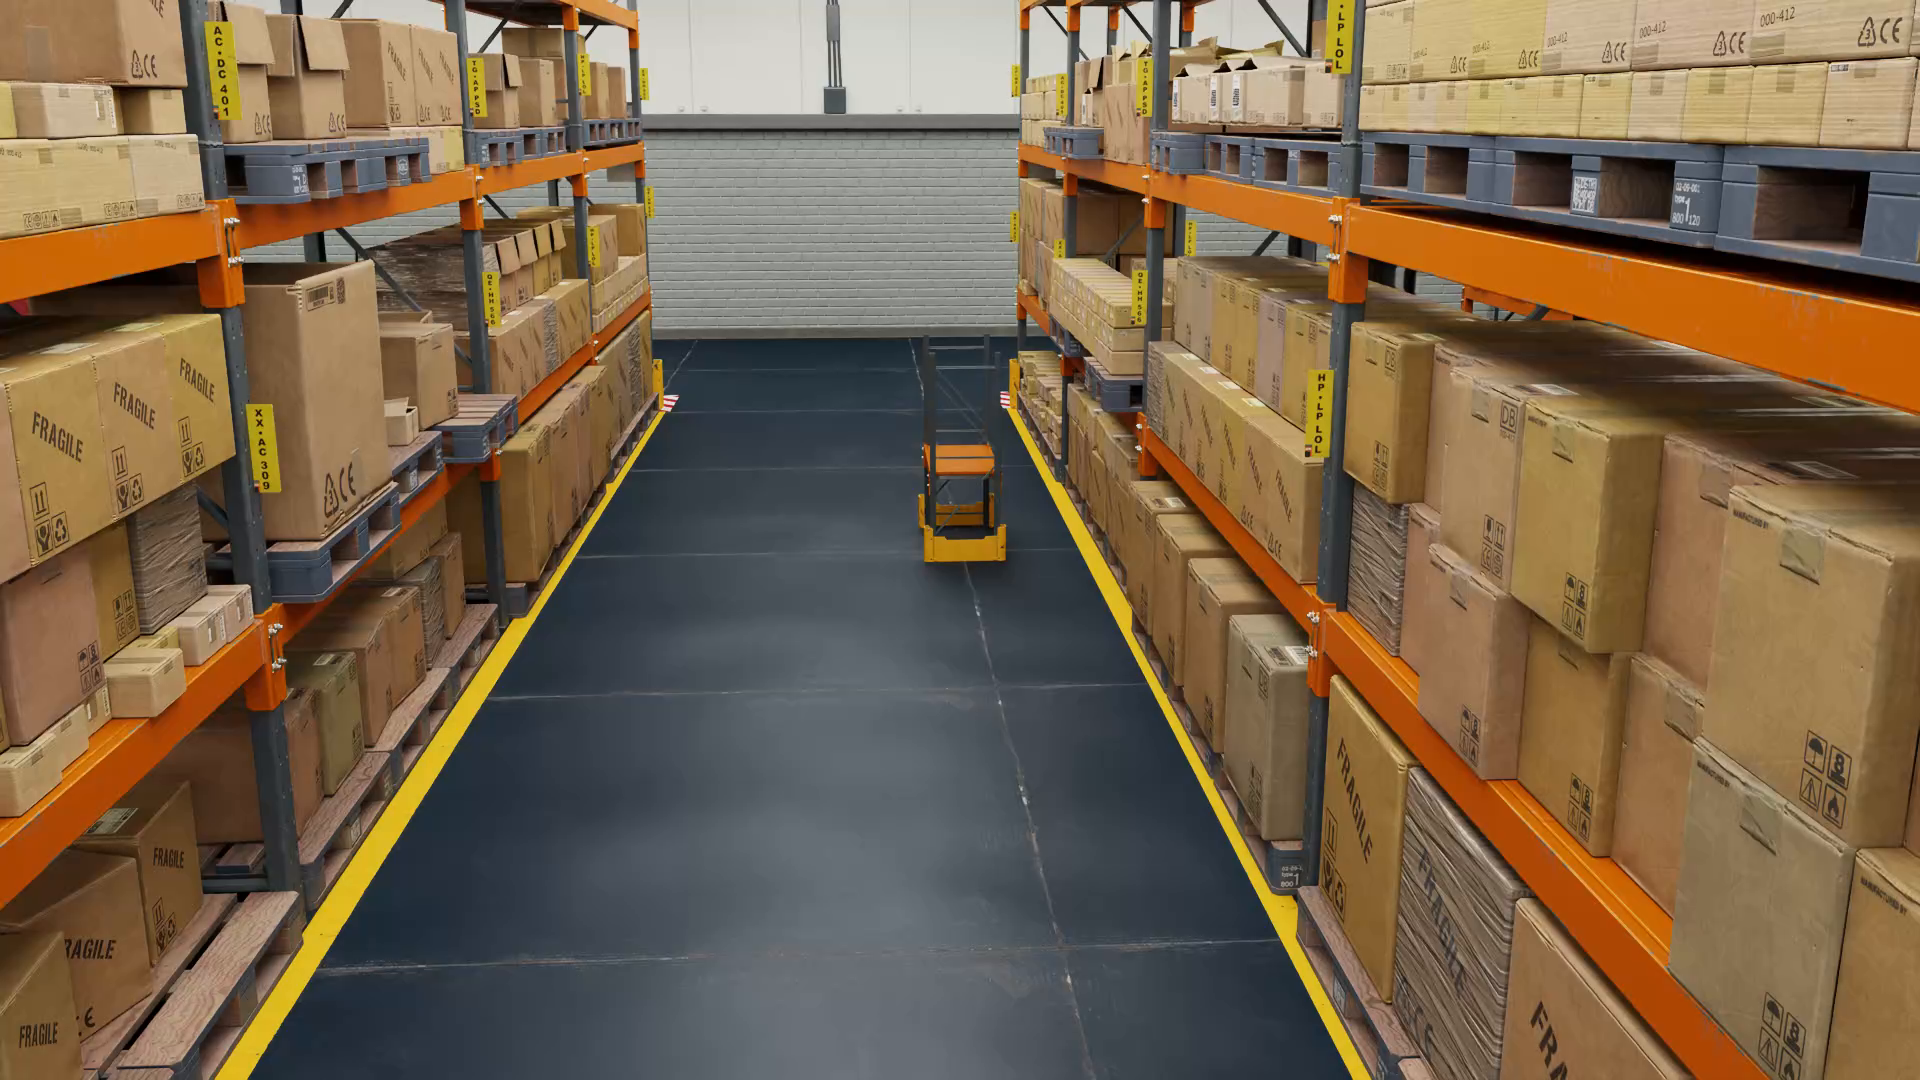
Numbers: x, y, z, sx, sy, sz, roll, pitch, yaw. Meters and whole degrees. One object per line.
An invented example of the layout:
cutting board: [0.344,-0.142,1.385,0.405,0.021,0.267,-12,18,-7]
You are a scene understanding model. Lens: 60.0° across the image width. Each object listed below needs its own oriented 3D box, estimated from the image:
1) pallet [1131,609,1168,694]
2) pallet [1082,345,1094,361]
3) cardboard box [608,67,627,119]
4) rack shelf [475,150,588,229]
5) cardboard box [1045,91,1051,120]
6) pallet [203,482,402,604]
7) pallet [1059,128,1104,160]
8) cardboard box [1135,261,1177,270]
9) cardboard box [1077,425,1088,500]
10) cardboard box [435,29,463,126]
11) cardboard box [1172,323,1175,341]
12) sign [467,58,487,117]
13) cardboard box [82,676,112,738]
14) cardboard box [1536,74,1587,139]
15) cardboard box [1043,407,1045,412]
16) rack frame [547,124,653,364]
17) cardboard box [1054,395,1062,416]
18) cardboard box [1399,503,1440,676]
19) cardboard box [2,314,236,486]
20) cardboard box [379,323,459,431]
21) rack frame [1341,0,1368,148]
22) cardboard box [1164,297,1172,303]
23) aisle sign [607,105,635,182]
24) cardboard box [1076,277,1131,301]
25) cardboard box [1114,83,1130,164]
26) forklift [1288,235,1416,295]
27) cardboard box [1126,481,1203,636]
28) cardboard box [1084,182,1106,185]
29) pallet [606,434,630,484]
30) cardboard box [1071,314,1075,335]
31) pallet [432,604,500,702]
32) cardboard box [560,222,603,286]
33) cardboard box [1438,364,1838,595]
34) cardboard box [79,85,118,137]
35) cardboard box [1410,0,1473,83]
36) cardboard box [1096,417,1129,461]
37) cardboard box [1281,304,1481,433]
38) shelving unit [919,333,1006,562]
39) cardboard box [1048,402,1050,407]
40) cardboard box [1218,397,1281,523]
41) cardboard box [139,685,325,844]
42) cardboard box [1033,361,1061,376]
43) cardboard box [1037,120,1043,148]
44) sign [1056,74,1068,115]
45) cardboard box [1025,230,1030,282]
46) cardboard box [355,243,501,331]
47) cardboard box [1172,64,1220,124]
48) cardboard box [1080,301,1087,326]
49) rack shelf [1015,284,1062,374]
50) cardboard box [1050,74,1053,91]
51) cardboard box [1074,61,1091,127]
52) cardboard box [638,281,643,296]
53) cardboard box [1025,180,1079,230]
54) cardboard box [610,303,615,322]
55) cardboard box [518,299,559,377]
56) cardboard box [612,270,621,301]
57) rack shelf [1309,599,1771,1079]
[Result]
pallet: [1.599,0.598,9.777,1.003,0.211,1.213,-1,14,-3]
pallet: [1.462,-1.348,12.131,1.003,0.211,1.213,-1,14,-3]
cardboard box: [-3.741,-4.512,16.779,0.700,0.500,0.500,-2,15,-7]
rack shelf: [-3.455,-2.500,11.646,1.077,0.370,4.000,-1,14,-3]
cardboard box: [1.038,-3.936,15.084,0.500,0.250,0.500,0,14,-1]
pallet: [-2.986,-0.003,6.901,1.003,0.211,1.213,-1,14,-3]
pallet: [1.377,-2.893,12.107,1.213,0.211,1.003,-1,14,-3]
cardboard box: [1.615,-2.150,13.332,0.380,0.149,0.250,-1,14,-5]
cardboard box: [1.193,-0.618,13.081,0.500,0.500,0.500,0,14,-1]
cardboard box: [-3.052,-2.526,9.102,0.500,0.500,0.500,-1,14,-2]
cardboard box: [1.715,-1.475,11.901,0.380,0.149,0.250,-1,14,-3]
sign: [-2.790,-2.609,9.589,0.100,0.325,0.005,-1,14,-3]
cardboard box: [-2.805,0.518,4.999,0.380,0.149,0.250,-1,14,-3]
cardboard box: [1.651,-1.063,4.080,0.380,0.149,0.250,-1,14,-3]
cardboard box: [1.000,-1.182,15.981,0.380,0.149,0.250,-1,14,-2]
rack frame: [-3.827,-2.888,17.729,1.000,3.000,0.127,-1,14,-3]
cardboard box: [1.040,-1.202,14.864,0.380,0.149,0.250,-1,14,-3]
cardboard box: [1.965,0.201,5.425,0.875,0.550,0.550,-1,14,-3]
cardboard box: [-2.781,-0.472,5.538,0.500,0.500,0.500,-1,14,-3]
cardboard box: [-3.124,-0.879,8.879,0.700,0.500,0.500,1,14,5]
rack frame: [1.873,-2.860,5.582,1.000,3.000,0.127,-1,14,-3]
cardboard box: [1.694,-1.686,12.123,0.380,0.149,0.250,0,14,-1]
aisle sign: [-3.532,-4.169,17.493,0.394,0.787,0.004,-1,14,-3]
cardboard box: [1.044,-1.820,12.049,0.380,0.149,0.250,0,14,-2]
cardboard box: [1.292,-2.713,10.829,0.500,0.500,0.500,-1,14,-3]
forklift: [3.319,-1.842,13.802,1.130,2.935,3.031,-2,15,-6]
cardboard box: [1.573,0.090,9.830,1.050,0.750,0.750,-1,14,-4]
cardboard box: [1.479,-3.251,16.336,0.500,0.500,0.500,0,14,-1]
pallet: [-3.548,-0.733,14.950,1.003,0.211,1.213,-1,14,-3]
cardboard box: [1.029,-1.596,12.372,0.380,0.149,0.250,-1,14,-4]
pallet: [-3.284,0.647,9.589,1.003,0.211,1.213,-1,14,-3]
cardboard box: [-3.354,-2.450,14.229,0.500,0.500,0.500,-1,14,-3]
cardboard box: [1.908,-0.186,4.763,0.875,0.550,0.550,-1,14,-3]
cardboard box: [-2.748,-1.271,4.928,0.380,0.149,0.250,-2,15,-6]
cardboard box: [1.657,-1.479,4.896,0.500,0.250,0.500,-1,14,-4]
cardboard box: [1.263,-0.723,11.987,0.500,0.250,0.500,-1,14,-2]
cardboard box: [1.803,-0.739,7.170,0.700,0.500,0.500,-1,14,-4]
shelving unit: [0.005,-0.707,12.266,0.587,1.500,1.083,-1,14,-3]
cardboard box: [1.024,-1.245,15.626,0.380,0.149,0.250,-1,14,-2]
cardboard box: [1.511,-0.380,7.783,0.500,0.500,0.500,-1,14,-3]
cardboard box: [-3.100,0.941,6.982,0.700,0.500,0.500,-2,15,-8]
cardboard box: [0.946,-1.723,16.886,0.380,0.149,0.250,-2,15,-6]
cardboard box: [0.997,-3.816,15.619,0.500,0.250,0.500,-1,14,-4]
sign: [0.836,-3.637,13.585,0.100,0.325,0.005,-1,14,-3]
cardboard box: [0.940,-2.883,16.913,0.500,0.500,0.500,-1,14,-3]
cardboard box: [-3.360,-1.614,10.567,0.797,0.503,0.637,0,14,-2]
cardboard box: [1.451,-2.427,9.056,0.500,0.311,0.500,-1,14,-3]
cardboard box: [1.058,-1.612,11.835,0.380,0.149,0.250,-1,14,-2]
rack shelf: [1.254,-2.093,16.086,1.077,0.370,4.000,-1,14,-3]
cardboard box: [1.013,-4.092,14.889,0.380,0.149,0.250,-1,15,-6]
cardboard box: [1.291,-3.553,13.251,0.700,0.500,0.500,-1,14,-3]
cardboard box: [-3.444,-2.555,16.941,0.380,0.149,0.250,-1,14,-3]
cardboard box: [0.930,-3.375,16.818,0.500,0.500,0.500,0,14,-2]
cardboard box: [-3.317,-2.046,14.963,0.380,0.149,0.250,-1,14,-5]
cardboard box: [-3.188,-1.451,11.947,0.500,0.500,0.500,-1,14,-3]
cardboard box: [-3.410,-2.338,15.296,0.500,0.250,0.500,-1,14,-2]
rack shelf: [1.997,0.891,4.486,1.077,0.370,4.000,-1,14,-3]
